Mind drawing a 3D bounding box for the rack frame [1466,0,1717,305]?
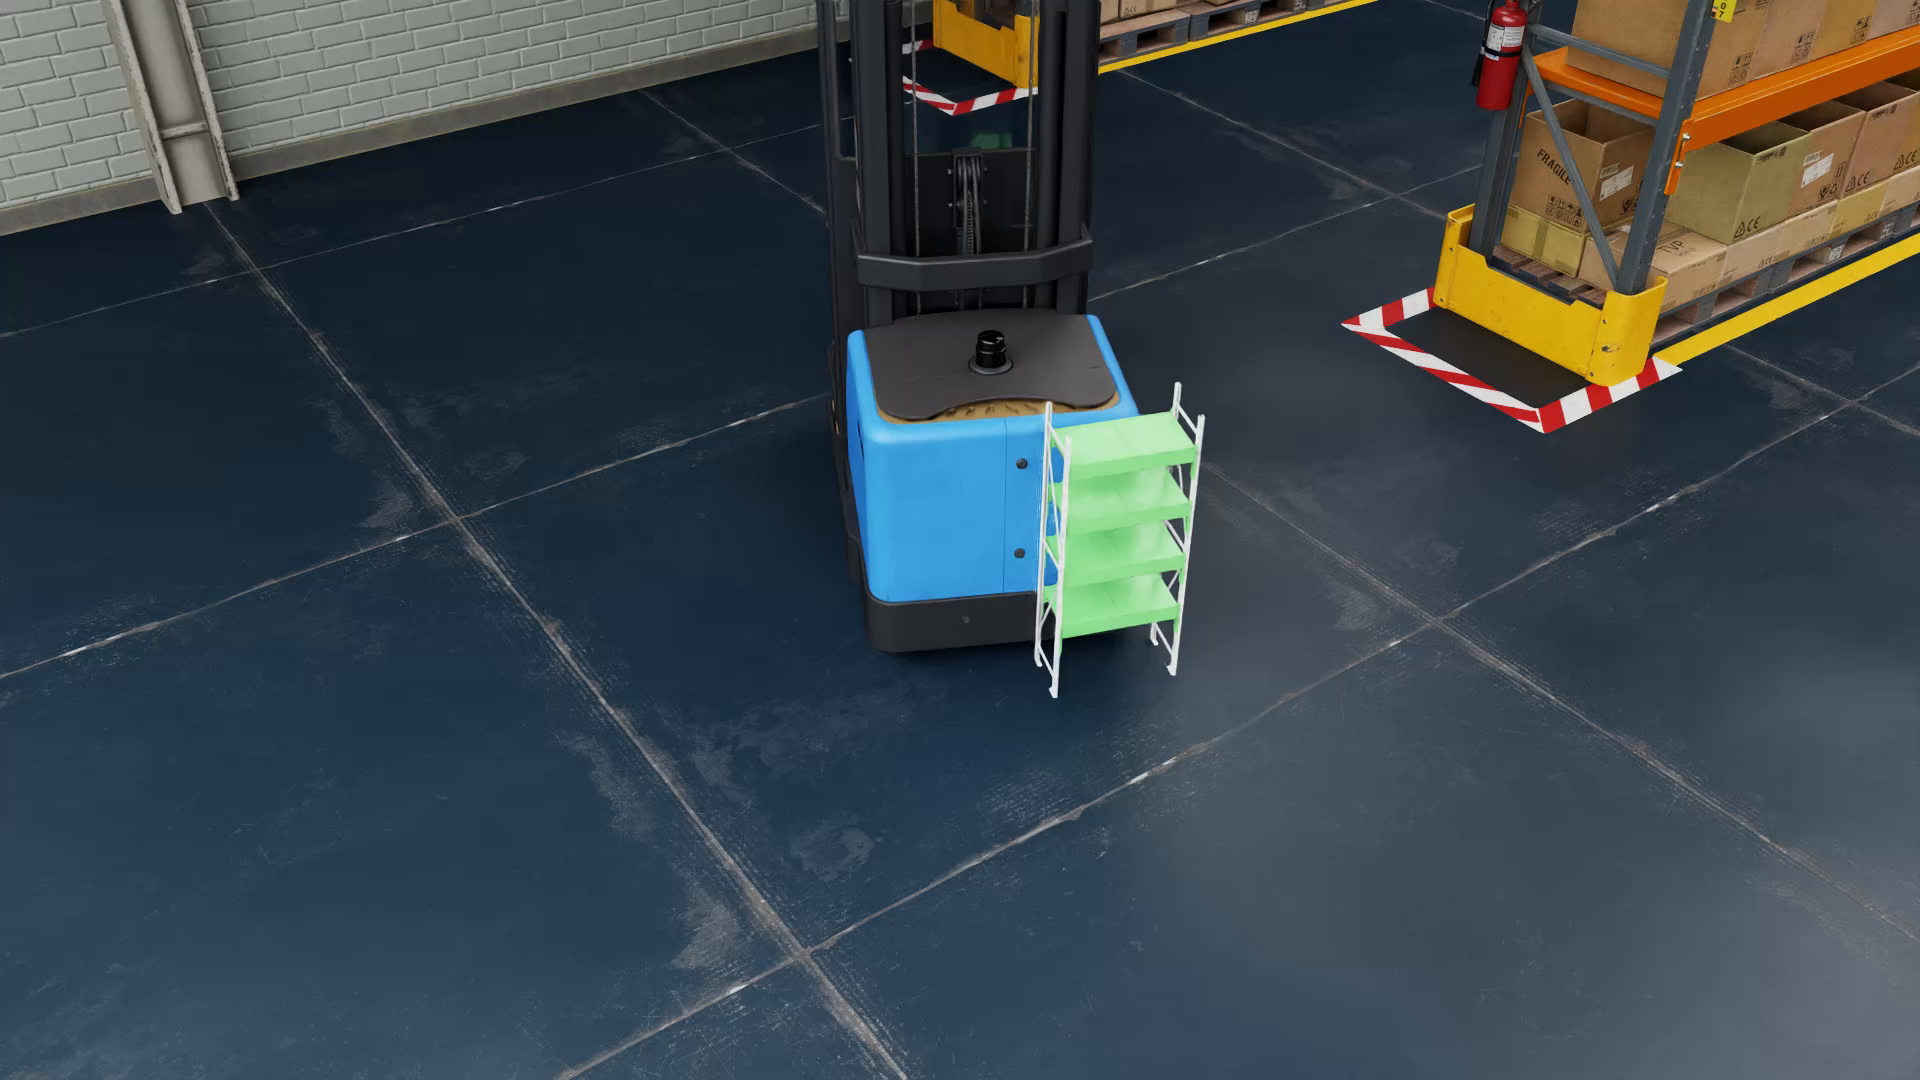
[{"bbox_3d":[3.045,-2.314,7.899,0.127,3.000,1.000,-22,41,-28],"label":"rack frame"}]

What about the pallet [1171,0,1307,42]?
[{"bbox_3d":[1.932,-4.235,12.958,1.213,0.211,1.003,-22,41,-28],"label":"pallet"}]

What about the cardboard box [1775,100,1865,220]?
[{"bbox_3d":[4.421,-2.091,8.941,0.500,0.500,0.500,-22,41,-28],"label":"cardboard box"}]

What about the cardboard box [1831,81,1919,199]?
[{"bbox_3d":[4.840,-2.251,9.163,0.500,0.500,0.500,-22,41,-28],"label":"cardboard box"}]

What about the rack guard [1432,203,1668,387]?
[{"bbox_3d":[3.026,-1.292,8.618,0.348,0.500,1.175,-22,41,-28],"label":"rack guard"}]

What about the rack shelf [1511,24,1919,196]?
[{"bbox_3d":[4.680,-2.695,9.044,4.000,0.370,1.077,-22,41,-28],"label":"rack shelf"}]

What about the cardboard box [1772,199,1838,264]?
[{"bbox_3d":[4.427,-1.781,9.152,0.500,0.250,0.500,-22,41,-28],"label":"cardboard box"}]

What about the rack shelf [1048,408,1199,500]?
[{"bbox_3d":[0.576,-0.310,5.935,0.480,0.148,0.258,-9,38,-13],"label":"rack shelf"}]

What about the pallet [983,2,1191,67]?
[{"bbox_3d":[0.935,-3.827,12.391,1.213,0.211,1.003,-22,41,-28],"label":"pallet"}]

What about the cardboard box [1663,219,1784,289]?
[{"bbox_3d":[4.019,-1.613,8.919,0.500,0.250,0.500,-22,41,-28],"label":"cardboard box"}]

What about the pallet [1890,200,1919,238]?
[{"bbox_3d":[5.641,-2.280,10.240,1.213,0.211,1.003,-22,41,-28],"label":"pallet"}]

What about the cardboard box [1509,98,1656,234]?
[{"bbox_3d":[3.312,-1.996,8.809,0.500,0.500,0.500,-22,41,-28],"label":"cardboard box"}]

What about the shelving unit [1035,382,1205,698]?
[{"bbox_3d":[0.574,0.022,6.186,0.503,1.200,0.258,-9,38,-13],"label":"shelving unit"}]

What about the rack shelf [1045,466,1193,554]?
[{"bbox_3d":[0.575,-0.119,6.080,0.480,0.148,0.258,-9,38,-13],"label":"rack shelf"}]

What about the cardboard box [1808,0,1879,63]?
[{"bbox_3d":[4.270,-2.849,8.557,0.500,0.500,0.700,-22,41,-28],"label":"cardboard box"}]

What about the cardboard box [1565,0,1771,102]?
[{"bbox_3d":[3.434,-2.506,8.080,0.500,0.500,0.700,-22,41,-28],"label":"cardboard box"}]

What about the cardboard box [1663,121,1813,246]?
[{"bbox_3d":[4.020,-1.916,8.699,0.500,0.500,0.500,-22,41,-28],"label":"cardboard box"}]

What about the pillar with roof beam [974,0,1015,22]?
[{"bbox_3d":[2.743,-5.707,7.478,0.400,9.000,9.100,-22,41,-28],"label":"pillar with roof beam"}]

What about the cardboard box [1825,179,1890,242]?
[{"bbox_3d":[4.839,-1.947,9.383,0.500,0.250,0.500,-22,41,-28],"label":"cardboard box"}]

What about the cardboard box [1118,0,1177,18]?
[{"bbox_3d":[1.272,-4.146,12.372,0.500,0.311,0.500,-19,40,-24],"label":"cardboard box"}]

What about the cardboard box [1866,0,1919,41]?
[{"bbox_3d":[4.698,-3.028,8.806,0.500,0.500,0.700,-21,41,-27],"label":"cardboard box"}]

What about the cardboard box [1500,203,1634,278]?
[{"bbox_3d":[3.314,-1.690,9.026,0.500,0.250,0.500,-22,41,-28],"label":"cardboard box"}]

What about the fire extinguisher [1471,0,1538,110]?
[{"bbox_3d":[2.681,-2.465,8.175,0.183,0.674,0.296,-22,41,-28],"label":"fire extinguisher"}]

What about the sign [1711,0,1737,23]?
[{"bbox_3d":[3.360,-2.431,7.252,0.005,0.325,0.100,-22,41,-28],"label":"sign"}]

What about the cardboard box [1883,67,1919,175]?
[{"bbox_3d":[5.240,-2.426,9.407,0.500,0.500,0.500,-22,41,-28],"label":"cardboard box"}]

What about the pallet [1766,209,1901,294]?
[{"bbox_3d":[4.643,-1.868,9.666,1.213,0.211,1.003,-22,41,-28],"label":"pallet"}]

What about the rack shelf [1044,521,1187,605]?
[{"bbox_3d":[0.573,0.073,6.225,0.480,0.148,0.258,-9,38,-13],"label":"rack shelf"}]

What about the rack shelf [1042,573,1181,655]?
[{"bbox_3d":[0.572,0.264,6.370,0.480,0.148,0.258,-9,38,-13],"label":"rack shelf"}]

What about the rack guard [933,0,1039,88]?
[{"bbox_3d":[0.251,-3.688,11.950,0.348,0.500,1.175,-22,41,-28],"label":"rack guard"}]

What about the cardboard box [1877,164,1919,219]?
[{"bbox_3d":[5.247,-2.115,9.617,0.500,0.250,0.500,-22,41,-28],"label":"cardboard box"}]

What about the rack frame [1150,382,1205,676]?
[{"bbox_3d":[0.809,-0.017,6.240,0.015,1.200,0.240,-9,38,-13],"label":"rack frame"}]

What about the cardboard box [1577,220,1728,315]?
[{"bbox_3d":[3.612,-1.443,8.682,0.500,0.250,0.500,-22,41,-28],"label":"cardboard box"}]

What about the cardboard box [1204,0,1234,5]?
[{"bbox_3d":[1.901,-4.446,12.626,0.500,0.500,0.700,-25,43,-31],"label":"cardboard box"}]

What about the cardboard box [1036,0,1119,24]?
[{"bbox_3d":[0.806,-3.954,12.105,0.500,0.311,0.500,-28,44,-33],"label":"cardboard box"}]

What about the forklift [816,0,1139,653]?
[{"bbox_3d":[-0.037,-1.600,6.964,1.130,2.935,3.031,-5,36,-6],"label":"forklift"}]

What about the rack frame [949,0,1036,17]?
[{"bbox_3d":[0.189,-4.677,11.185,0.127,3.000,1.000,-22,41,-28],"label":"rack frame"}]

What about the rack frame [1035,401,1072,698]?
[{"bbox_3d":[0.339,0.060,6.133,0.015,1.200,0.240,-9,38,-13],"label":"rack frame"}]

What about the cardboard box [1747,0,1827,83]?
[{"bbox_3d":[3.861,-2.685,8.329,0.500,0.500,0.700,-21,41,-27],"label":"cardboard box"}]

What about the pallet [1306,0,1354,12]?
[{"bbox_3d":[2.930,-4.648,13.532,1.213,0.211,1.003,-22,41,-28],"label":"pallet"}]

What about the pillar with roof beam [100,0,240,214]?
[{"bbox_3d":[-2.162,-3.688,4.671,0.400,9.000,9.100,-22,41,-28],"label":"pillar with roof beam"}]

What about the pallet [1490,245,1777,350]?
[{"bbox_3d":[3.646,-1.460,9.099,1.213,0.211,1.003,-22,41,-28],"label":"pallet"}]
